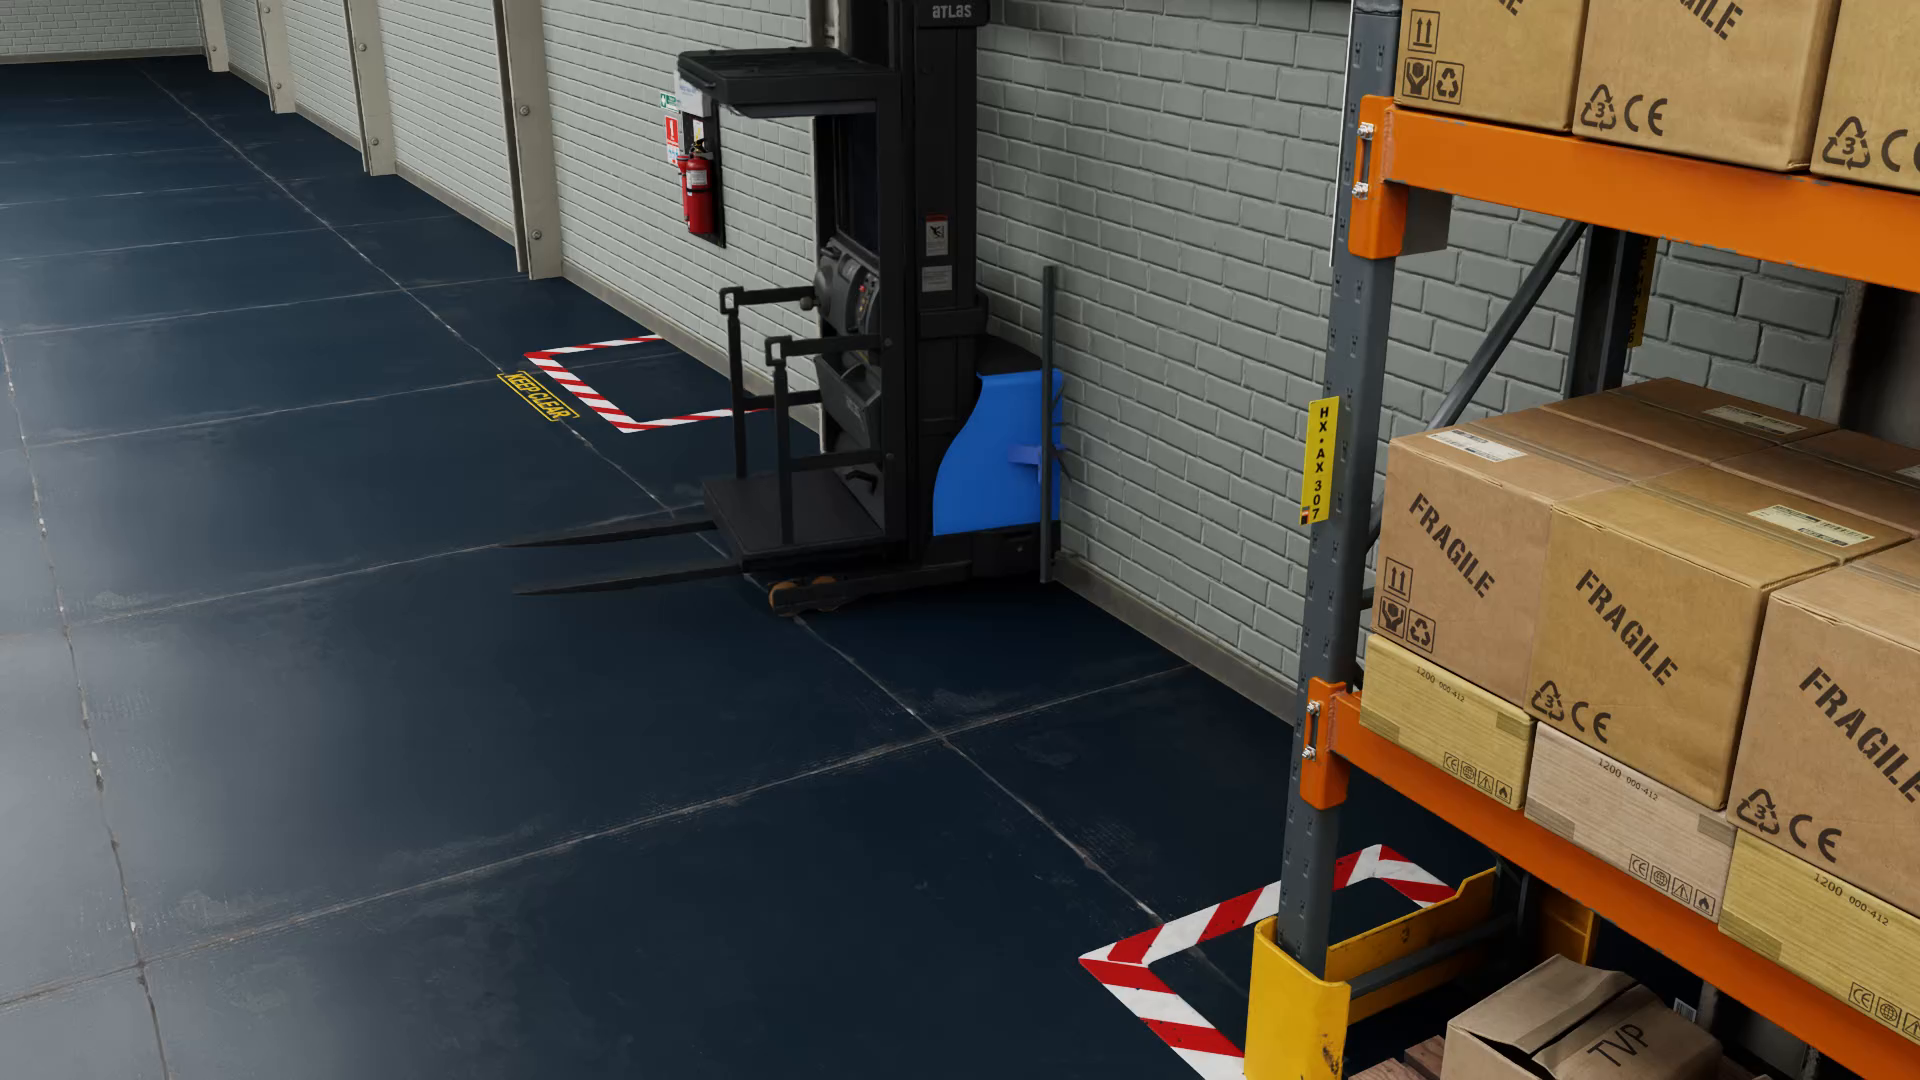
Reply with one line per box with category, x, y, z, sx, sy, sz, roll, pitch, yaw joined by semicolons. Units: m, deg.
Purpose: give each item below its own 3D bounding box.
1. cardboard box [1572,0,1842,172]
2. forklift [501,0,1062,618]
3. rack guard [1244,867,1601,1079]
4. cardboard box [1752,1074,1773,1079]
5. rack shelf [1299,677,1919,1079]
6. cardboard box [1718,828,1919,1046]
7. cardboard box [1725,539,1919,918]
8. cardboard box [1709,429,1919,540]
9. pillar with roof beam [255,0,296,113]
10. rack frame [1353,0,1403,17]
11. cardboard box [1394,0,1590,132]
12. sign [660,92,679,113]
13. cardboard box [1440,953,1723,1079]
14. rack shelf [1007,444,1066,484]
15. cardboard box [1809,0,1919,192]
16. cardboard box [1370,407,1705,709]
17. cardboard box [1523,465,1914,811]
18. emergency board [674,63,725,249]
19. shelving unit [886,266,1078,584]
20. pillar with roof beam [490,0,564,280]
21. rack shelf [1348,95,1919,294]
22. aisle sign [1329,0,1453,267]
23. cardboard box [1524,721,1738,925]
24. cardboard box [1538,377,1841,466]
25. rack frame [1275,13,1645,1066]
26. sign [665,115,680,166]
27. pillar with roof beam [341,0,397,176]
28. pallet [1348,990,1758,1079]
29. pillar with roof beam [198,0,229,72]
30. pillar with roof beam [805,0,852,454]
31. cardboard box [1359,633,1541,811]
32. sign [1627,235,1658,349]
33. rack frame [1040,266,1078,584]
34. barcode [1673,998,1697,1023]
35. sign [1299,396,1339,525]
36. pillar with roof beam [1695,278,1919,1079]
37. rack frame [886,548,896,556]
cardboard box;1.568;-1.009;3.166;0.500;0.500;0.500;-11;24;-25
forklift;-0.725;-1.213;7.904;3.031;2.935;1.130;-8;23;-18
rack guard;1.407;1.282;4.993;1.175;0.500;0.348;-13;25;-28
cardboard box;1.935;1.567;3.959;0.500;0.311;0.500;-10;24;-24
rack shelf;2.390;1.080;3.126;1.077;0.370;4.000;-13;25;-28
cardboard box;1.877;0.710;3.253;0.500;0.250;0.500;-13;26;-29
cardboard box;1.856;0.355;3.131;0.500;0.500;0.500;-14;26;-30
cardboard box;2.040;0.089;3.786;0.500;0.500;0.500;-12;25;-28
pillar with roof beam;-13.491;-9.560;20.382;9.100;9.000;0.400;-13;25;-28
rack frame;1.368;-2.680;3.453;1.000;3.000;0.127;-13;25;-28
cardboard box;1.324;-1.189;3.611;0.500;0.500;0.500;-12;25;-27
sign;-2.024;-3.048;11.574;0.001;0.109;0.331;-13;25;-28
cardboard box;1.644;1.383;4.413;0.500;0.311;0.500;-16;27;-34
rack shelf;0.175;-0.436;8.388;1.000;0.185;0.538;8;12;40
cardboard box;1.836;-0.841;2.755;0.500;0.500;0.500;-11;25;-26
cardboard box;1.354;0.025;3.944;0.500;0.500;0.500;-13;25;-28
cardboard box;1.597;0.187;3.546;0.500;0.500;0.500;-13;25;-28
emergency board;-1.825;-2.590;11.200;0.194;1.169;0.643;-13;25;-28
shelving unit;0.175;-0.614;8.361;1.048;1.500;0.538;8;12;40
pillar with roof beam;-7.361;-5.676;10.825;9.100;9.000;0.400;-13;25;-28
rack shelf;2.390;-0.309;2.561;1.077;0.370;4.000;-13;25;-28
aisle sign;1.073;-1.070;4.009;0.394;0.787;0.004;-13;25;-28
cardboard box;1.622;0.544;3.662;0.500;0.250;0.500;-13;26;-30
cardboard box;1.792;-0.076;4.192;0.500;0.500;0.500;-13;25;-29
rack frame;1.368;0.100;4.583;1.000;3.000;0.127;-13;25;-28
sign;-2.019;-2.805;11.682;0.001;0.329;0.234;-13;25;-28
pillar with roof beam;-10.426;-7.618;15.604;9.100;9.000;0.400;-13;25;-28
pallet;1.791;1.686;4.384;1.003;0.211;1.213;-13;25;-28
pillar with roof beam;-16.556;-11.503;25.161;9.100;9.000;0.400;-13;25;-28
pillar with roof beam;-4.297;-3.734;6.047;9.100;9.000;0.400;-13;25;-28
cardboard box;1.344;0.379;4.069;0.500;0.250;0.500;-13;26;-30
sign;1.855;-0.684;4.552;0.100;0.325;0.005;-13;25;-28
rack frame;0.560;-0.562;8.032;0.032;1.500;0.500;8;12;40
barcode;1.997;1.307;4.586;0.001;0.075;0.075;-13;25;-28
sign;0.902;-0.197;4.163;0.100;0.325;0.005;-13;25;-28
pillar with roof beam;-1.232;-1.791;1.268;9.100;9.000;0.400;-13;25;-28
rack frame;-0.209;-0.666;8.689;0.032;1.500;0.500;8;12;40
